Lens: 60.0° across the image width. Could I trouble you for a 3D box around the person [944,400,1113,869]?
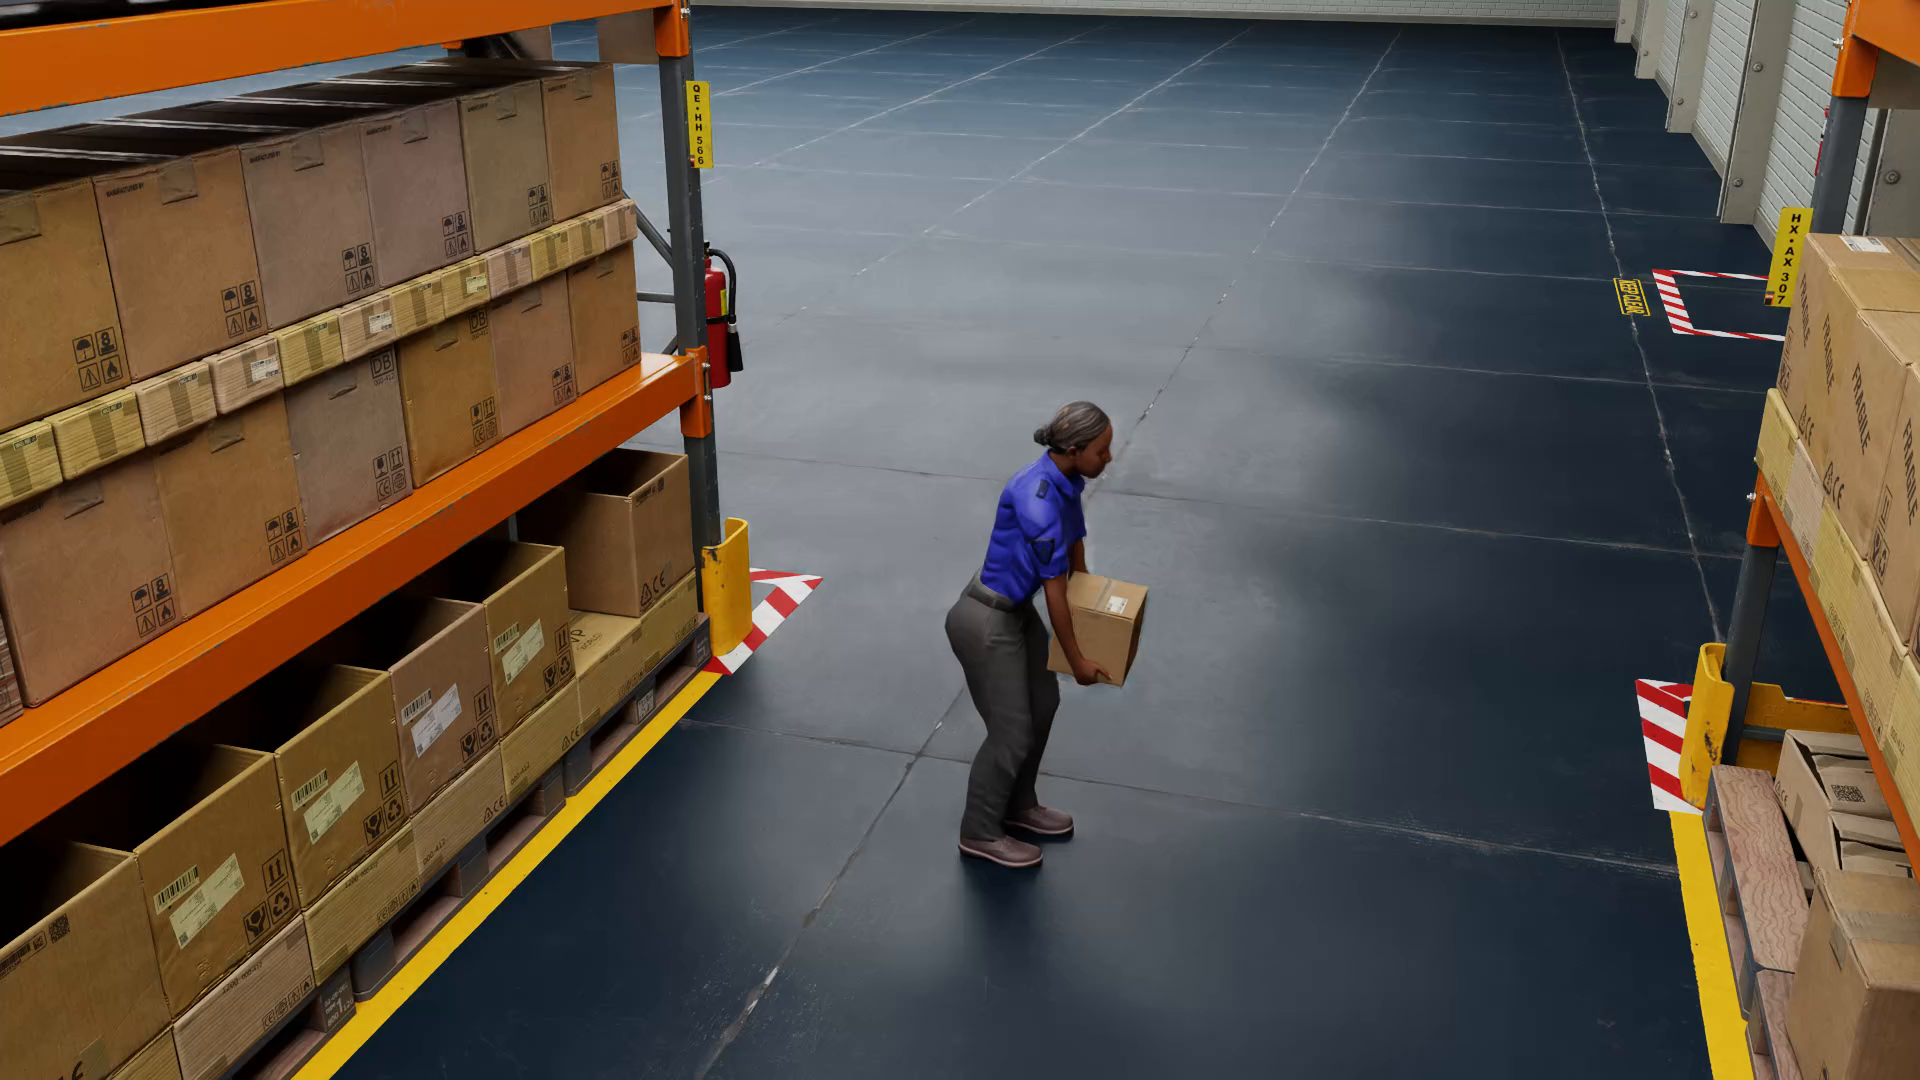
[{"bbox_3d":[0.251,0.301,5.446,0.560,1.599,0.413,6,23,15],"label":"person"}]
